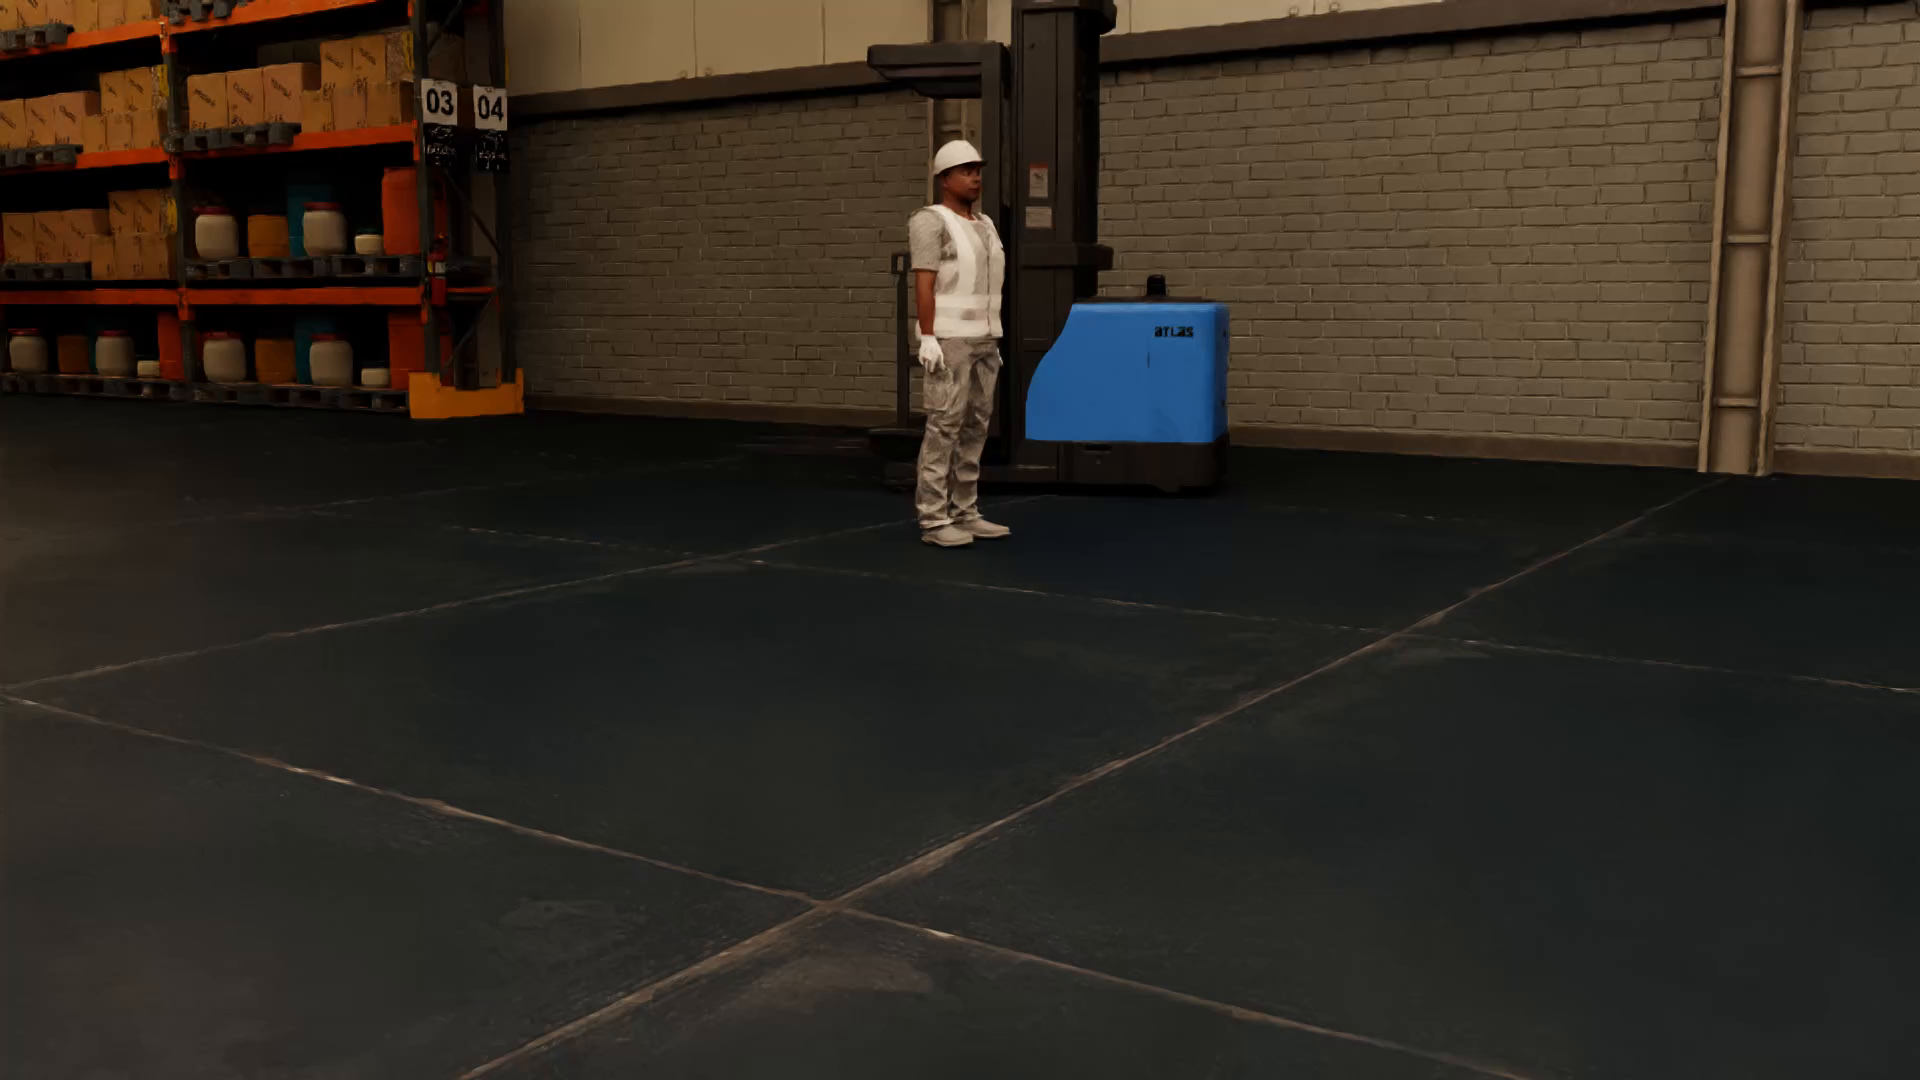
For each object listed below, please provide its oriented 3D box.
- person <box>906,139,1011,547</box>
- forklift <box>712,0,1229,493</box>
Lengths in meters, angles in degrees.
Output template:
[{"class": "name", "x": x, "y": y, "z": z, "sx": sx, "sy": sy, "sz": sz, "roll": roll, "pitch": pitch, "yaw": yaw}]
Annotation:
[{"class": "person", "x": 0.012, "y": -0.884, "z": 7.471, "sx": 0.365, "sy": 1.790, "sz": 0.546, "roll": 5, "pitch": 10, "yaw": 34}, {"class": "forklift", "x": 0.050, "y": -1.796, "z": 9.823, "sx": 3.031, "sy": 2.935, "sz": 1.130, "roll": 2, "pitch": 8, "yaw": 14}]
